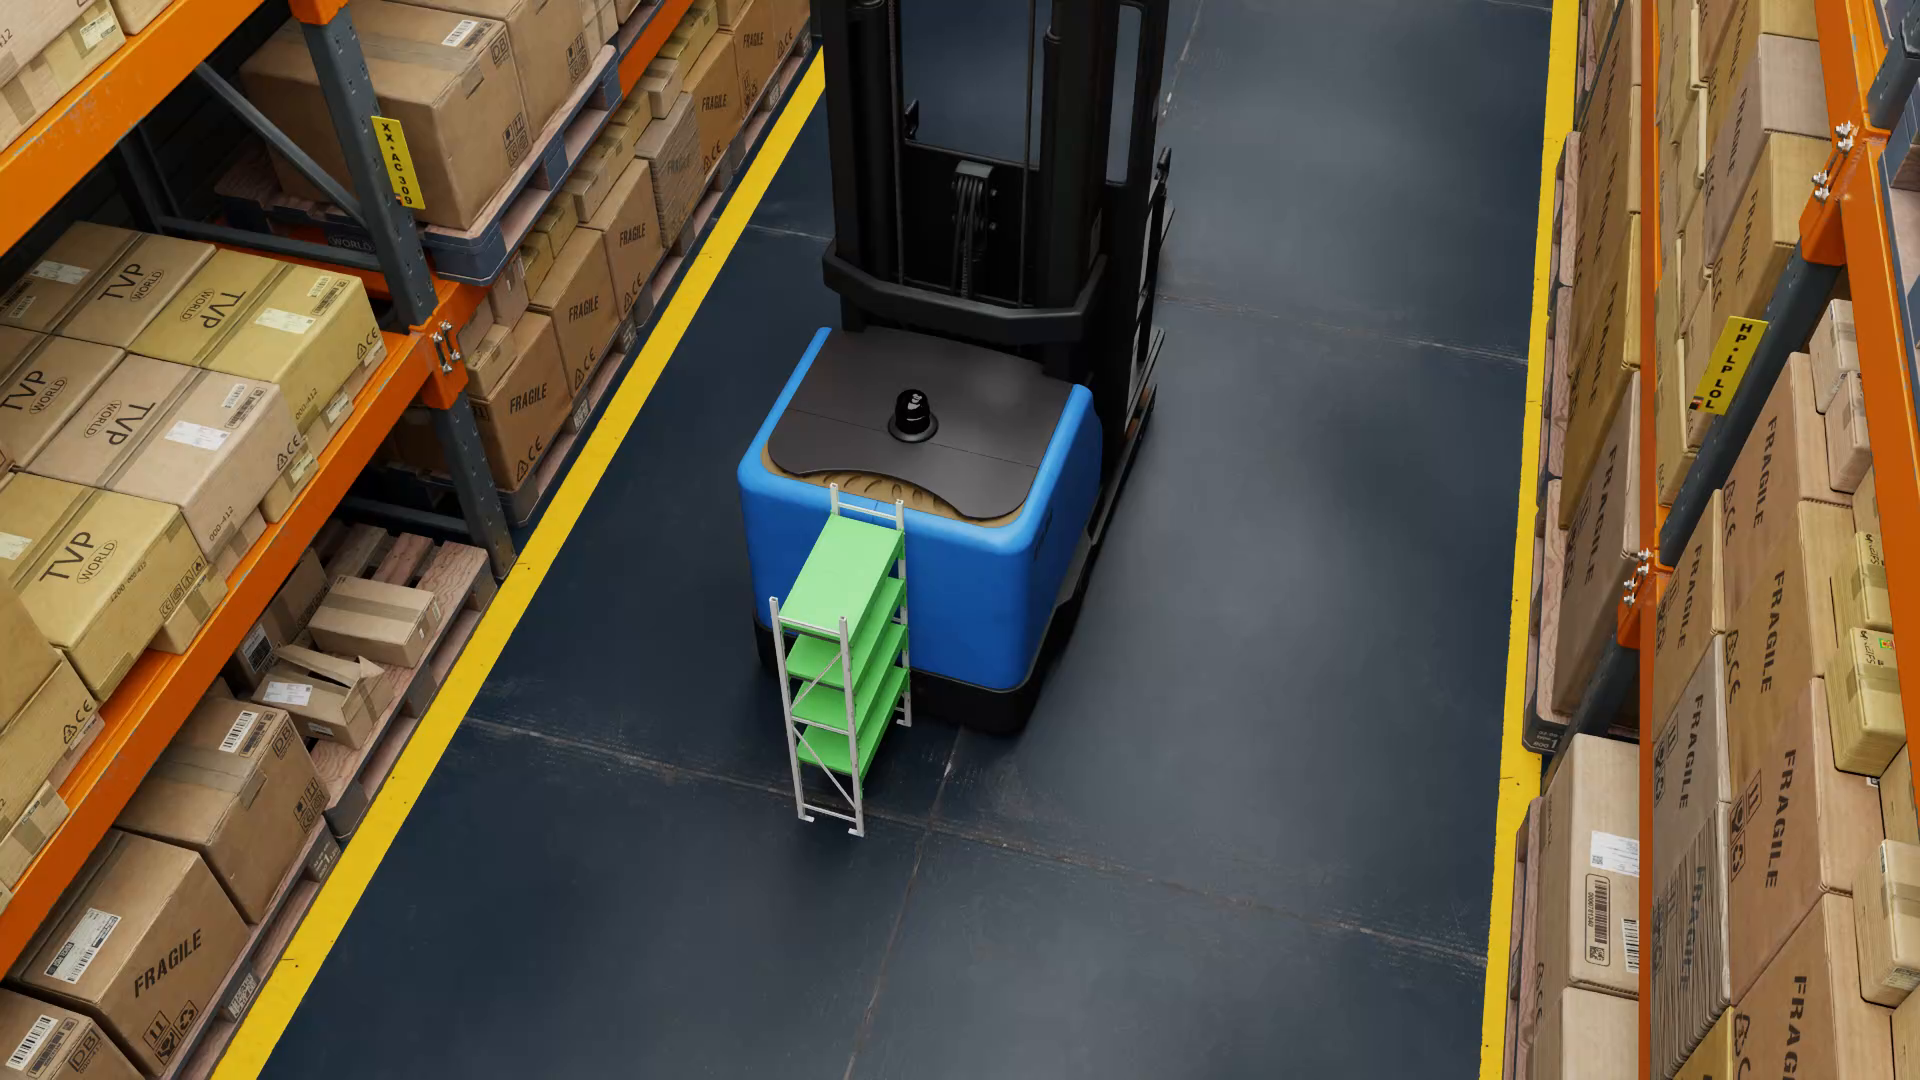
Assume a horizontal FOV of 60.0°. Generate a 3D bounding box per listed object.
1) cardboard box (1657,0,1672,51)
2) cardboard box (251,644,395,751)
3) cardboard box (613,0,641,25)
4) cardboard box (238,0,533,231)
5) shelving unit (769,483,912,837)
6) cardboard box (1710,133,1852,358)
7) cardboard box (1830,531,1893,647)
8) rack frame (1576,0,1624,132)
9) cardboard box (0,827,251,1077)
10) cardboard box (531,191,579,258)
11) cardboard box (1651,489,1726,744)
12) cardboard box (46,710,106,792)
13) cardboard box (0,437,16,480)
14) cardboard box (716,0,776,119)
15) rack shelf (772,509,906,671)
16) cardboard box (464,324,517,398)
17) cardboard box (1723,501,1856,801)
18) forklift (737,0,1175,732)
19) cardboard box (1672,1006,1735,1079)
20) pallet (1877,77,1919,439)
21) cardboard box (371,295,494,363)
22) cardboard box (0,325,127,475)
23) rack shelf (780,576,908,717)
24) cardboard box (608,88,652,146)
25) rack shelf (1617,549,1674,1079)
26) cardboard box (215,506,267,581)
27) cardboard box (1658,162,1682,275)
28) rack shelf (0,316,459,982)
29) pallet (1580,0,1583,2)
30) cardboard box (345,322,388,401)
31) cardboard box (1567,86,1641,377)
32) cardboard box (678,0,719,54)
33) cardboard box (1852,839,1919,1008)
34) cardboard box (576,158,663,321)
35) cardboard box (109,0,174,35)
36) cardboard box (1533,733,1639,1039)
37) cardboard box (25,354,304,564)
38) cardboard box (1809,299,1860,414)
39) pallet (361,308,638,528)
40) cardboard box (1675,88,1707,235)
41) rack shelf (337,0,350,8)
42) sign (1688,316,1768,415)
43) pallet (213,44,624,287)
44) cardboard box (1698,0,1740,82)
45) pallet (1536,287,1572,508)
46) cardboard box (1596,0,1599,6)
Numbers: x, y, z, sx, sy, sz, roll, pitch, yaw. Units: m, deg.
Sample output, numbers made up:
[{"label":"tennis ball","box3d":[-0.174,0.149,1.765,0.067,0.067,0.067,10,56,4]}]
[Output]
[{"label":"cardboard box","box3d":[3.099,-2.160,6.675,0.500,0.250,0.500,10,49,9]},{"label":"cardboard box","box3d":[-2.211,0.513,5.759,0.396,0.266,0.258,13,50,11]},{"label":"cardboard box","box3d":[-1.568,-2.392,6.433,0.700,0.500,0.500,11,50,10]},{"label":"cardboard box","box3d":[-1.911,-1.450,5.601,0.700,0.500,0.500,13,50,11]},{"label":"shelving unit","box3d":[-0.370,0.425,5.493,0.258,1.200,0.503,14,50,12]},{"label":"cardboard box","box3d":[2.411,-0.732,4.581,0.500,0.500,0.500,13,50,11]},{"label":"cardboard box","box3d":[1.999,0.153,3.367,0.380,0.149,0.250,11,50,10]},{"label":"rack frame","box3d":[3.588,-2.889,7.218,1.000,3.000,0.127,12,50,10]},{"label":"cardboard box","box3d":[-2.556,1.212,4.986,0.500,0.500,0.500,12,50,11]},{"label":"cardboard box","box3d":[-1.789,-1.310,6.779,0.380,0.149,0.250,11,49,9]},{"label":"cardboard box","box3d":[2.159,0.259,4.373,0.500,0.500,0.500,13,50,11]},{"label":"cardboard box","box3d":[-2.518,0.504,4.391,0.380,0.149,0.250,11,50,10]},{"label":"cardboard box","box3d":[-2.903,-0.245,4.286,0.500,0.500,0.500,10,49,9]},{"label":"cardboard box","box3d":[-1.247,-2.469,8.235,0.500,0.500,0.500,11,49,9]},{"label":"rack shelf","box3d":[-0.370,0.150,5.181,0.258,0.148,0.480,14,50,12]},{"label":"cardboard box","box3d":[-1.903,-0.706,6.246,0.380,0.149,0.250,14,50,12]},{"label":"cardboard box","box3d":[2.037,0.301,3.669,0.500,0.500,0.500,11,49,10]},{"label":"forklift","box3d":[0.198,-1.413,5.961,1.130,2.935,3.031,14,50,12]},{"label":"cardboard box","box3d":[1.750,1.353,3.407,0.500,0.500,0.500,13,50,11]},{"label":"pallet","box3d":[2.310,-0.369,3.052,1.003,0.211,1.213,12,50,10]},{"label":"cardboard box","box3d":[-1.962,-0.816,6.145,0.380,0.149,0.250,11,49,9]},{"label":"cardboard box","box3d":[-2.770,-0.352,4.881,0.500,0.250,0.500,11,50,10]},{"label":"rack shelf","box3d":[-0.370,0.309,5.361,0.258,0.148,0.480,14,50,12]},{"label":"cardboard box","box3d":[-1.577,-1.864,7.267,0.380,0.149,0.250,12,50,10]},{"label":"rack shelf","box3d":[2.009,1.689,3.657,1.077,0.370,4.000,12,50,10]},{"label":"cardboard box","box3d":[-2.282,-0.039,4.870,0.380,0.149,0.250,13,50,11]},{"label":"cardboard box","box3d":[2.697,-1.049,5.694,0.500,0.250,0.500,10,49,9]},{"label":"rack shelf","box3d":[-2.781,0.712,4.519,1.077,0.370,4.000,12,50,10]},{"label":"pallet","box3d":[4.118,-3.411,9.538,1.003,0.211,1.213,12,50,10]},{"label":"cardboard box","box3d":[-2.094,-0.609,5.373,0.380,0.149,0.250,12,50,11]},{"label":"cardboard box","box3d":[3.087,-1.197,6.862,0.875,0.875,0.875,12,50,10]},{"label":"cardboard box","box3d":[-1.354,-2.418,7.756,0.380,0.149,0.250,13,50,11]},{"label":"cardboard box","box3d":[1.783,0.701,2.883,0.380,0.149,0.250,12,50,10]},{"label":"cardboard box","box3d":[-1.644,-1.337,7.235,0.500,0.500,0.500,10,49,9]},{"label":"cardboard box","box3d":[-2.131,-1.387,4.059,0.380,0.149,0.250,11,50,10]},{"label":"cardboard box","box3d":[2.267,1.146,5.085,0.875,0.438,0.875,11,49,9]},{"label":"cardboard box","box3d":[-2.270,-0.239,4.781,0.500,0.250,0.500,12,50,10]},{"label":"cardboard box","box3d":[2.202,-0.397,3.852,0.380,0.149,0.250,11,49,9]},{"label":"pallet","box3d":[-2.077,-0.645,7.098,1.003,0.211,1.213,12,50,10]},{"label":"cardboard box","box3d":[2.672,-1.217,5.509,0.500,0.250,0.500,13,50,11]},{"label":"rack shelf","box3d":[-1.728,-3.173,5.948,1.077,0.370,4.000,12,50,10]},{"label":"sign","box3d":[2.009,-0.452,4.348,0.100,0.325,0.005,12,50,10]},{"label":"pallet","box3d":[-1.939,-1.465,6.089,1.003,0.211,1.213,12,50,10]},{"label":"cardboard box","box3d":[2.814,-1.848,5.566,0.500,0.500,0.500,12,50,11]},{"label":"pallet","box3d":[2.985,-0.531,6.997,1.003,0.211,1.213,12,50,10]},{"label":"cardboard box","box3d":[3.933,-3.100,8.877,0.950,0.372,0.625,11,49,9]}]
